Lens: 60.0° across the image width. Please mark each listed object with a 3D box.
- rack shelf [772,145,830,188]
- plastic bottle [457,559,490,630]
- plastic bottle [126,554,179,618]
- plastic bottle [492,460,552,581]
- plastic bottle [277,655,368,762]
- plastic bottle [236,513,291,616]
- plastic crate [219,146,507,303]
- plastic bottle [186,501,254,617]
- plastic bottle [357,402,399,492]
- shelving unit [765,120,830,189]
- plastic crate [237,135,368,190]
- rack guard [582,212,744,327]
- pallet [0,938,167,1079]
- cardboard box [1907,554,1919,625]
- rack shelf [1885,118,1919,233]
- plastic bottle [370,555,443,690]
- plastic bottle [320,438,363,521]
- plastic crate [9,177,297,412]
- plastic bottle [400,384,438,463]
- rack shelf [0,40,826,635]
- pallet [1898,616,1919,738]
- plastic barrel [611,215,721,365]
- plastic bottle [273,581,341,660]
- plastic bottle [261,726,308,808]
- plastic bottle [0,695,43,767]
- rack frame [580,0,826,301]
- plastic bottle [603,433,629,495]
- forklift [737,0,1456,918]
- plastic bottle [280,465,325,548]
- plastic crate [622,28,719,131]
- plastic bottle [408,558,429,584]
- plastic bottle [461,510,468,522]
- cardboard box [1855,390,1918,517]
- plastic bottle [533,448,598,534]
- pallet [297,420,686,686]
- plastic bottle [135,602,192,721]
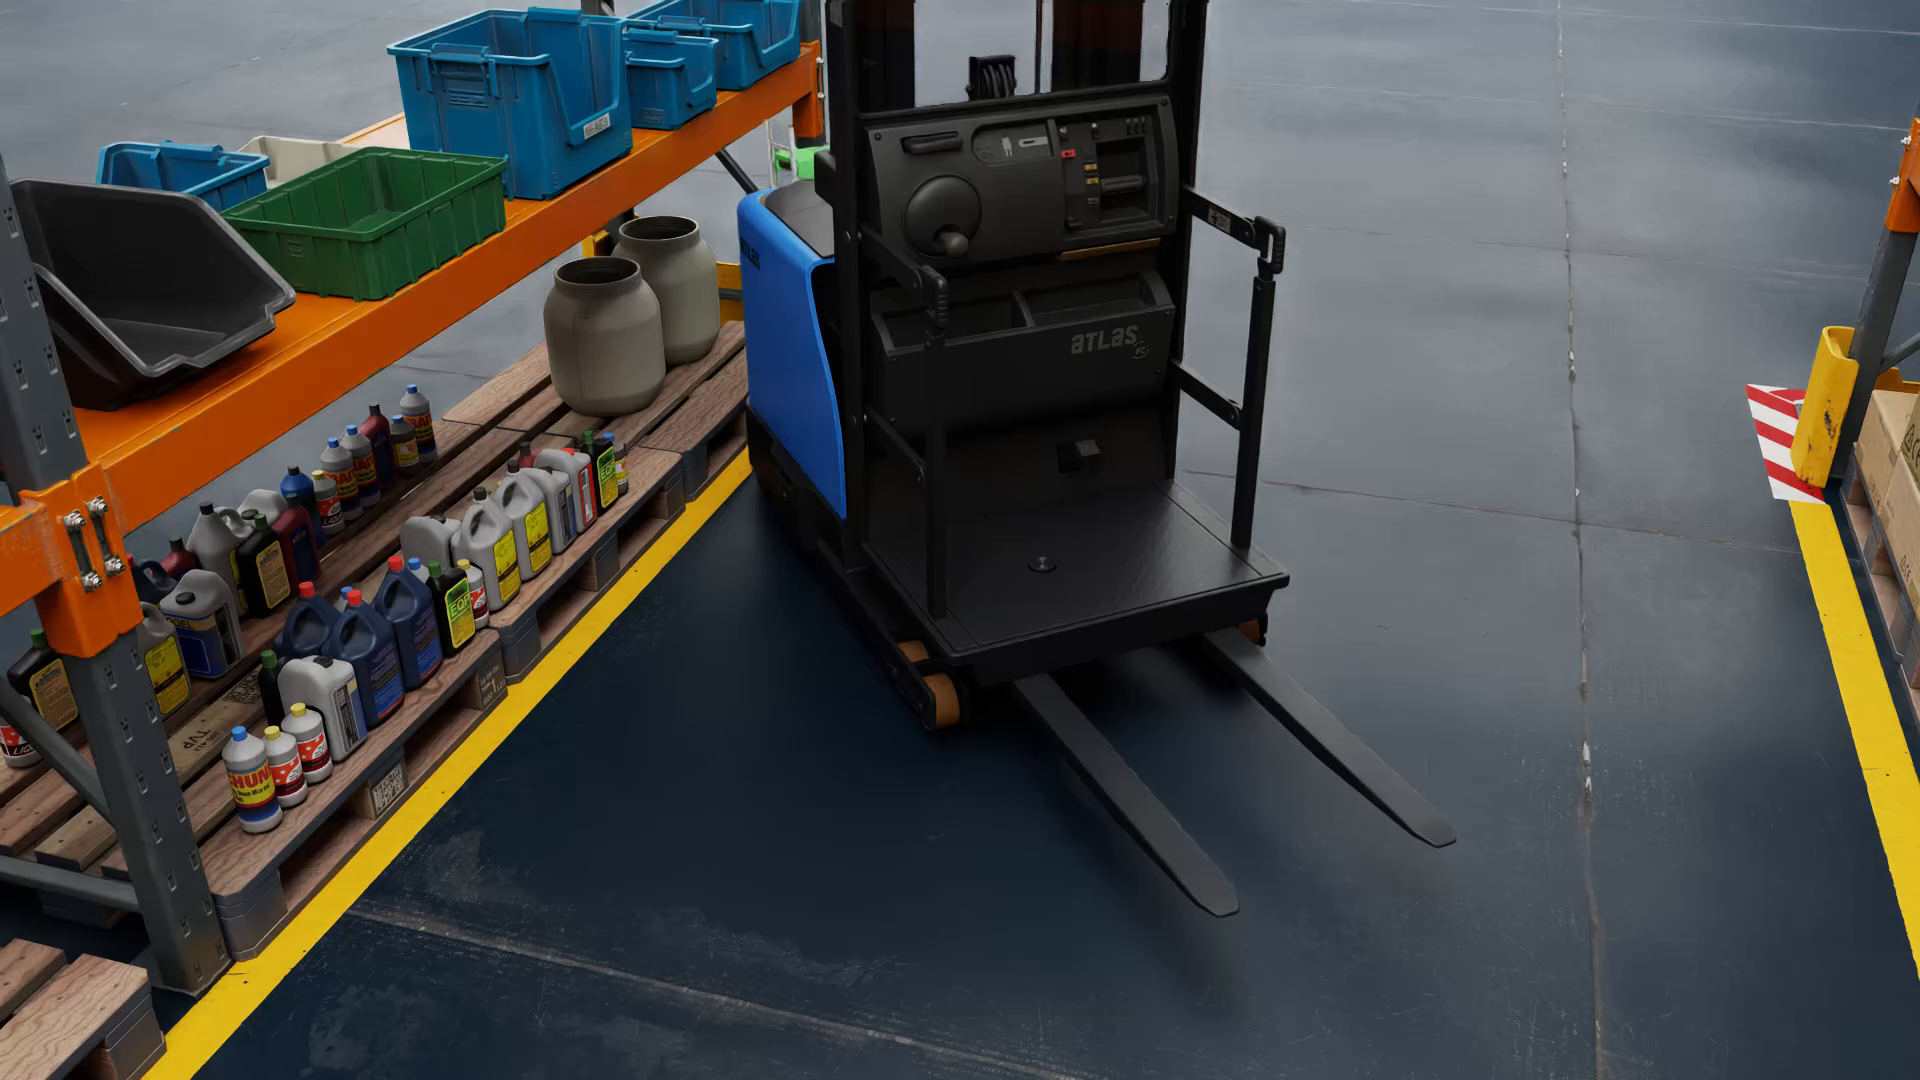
[{"bbox_3d":[-0.421,-1.370,6.102,0.480,0.148,0.258,-14,25,-24],"label":"rack shelf"},{"bbox_3d":[-1.425,0.151,4.818,0.097,0.201,0.097,0,29,0],"label":"plastic bottle"},{"bbox_3d":[-2.250,0.188,4.598,0.144,0.351,0.185,7,30,12],"label":"plastic bottle"},{"bbox_3d":[-1.351,-0.070,5.062,0.144,0.351,0.185,10,31,17],"label":"plastic bottle"},{"bbox_3d":[-1.638,0.411,4.275,0.152,0.276,0.135,10,30,17],"label":"plastic bottle"},{"bbox_3d":[-2.050,0.070,4.880,0.061,0.283,0.133,8,30,15],"label":"plastic bottle"},{"bbox_3d":[-1.551,-0.845,4.402,0.450,0.188,0.662,8,30,15],"label":"plastic crate"},{"bbox_3d":[-2.155,0.038,4.868,0.144,0.351,0.185,8,30,15],"label":"plastic bottle"},{"bbox_3d":[-1.960,-0.311,5.565,0.061,0.283,0.133,9,30,16],"label":"plastic bottle"},{"bbox_3d":[-0.399,-0.988,6.266,0.503,1.200,0.258,-14,25,-24],"label":"shelving unit"},{"bbox_3d":[-1.985,-1.023,4.774,0.530,0.136,0.437,8,30,15],"label":"plastic crate"},{"bbox_3d":[-1.023,-1.072,7.163,1.175,0.500,0.348,8,30,15],"label":"rack guard"},{"bbox_3d":[-2.413,1.242,3.301,1.003,0.211,1.213,8,30,15],"label":"pallet"},{"bbox_3d":[3.028,0.203,4.696,0.500,0.250,0.500,8,30,15],"label":"cardboard box"},{"bbox_3d":[3.101,-0.254,3.861,1.077,0.370,4.000,8,30,15],"label":"rack shelf"},{"bbox_3d":[-1.531,0.214,4.551,0.144,0.351,0.185,7,30,13],"label":"plastic bottle"},{"bbox_3d":[-2.006,-0.202,5.382,0.097,0.271,0.097,0,29,0],"label":"plastic bottle"},{"bbox_3d":[-1.944,-0.545,3.709,0.767,0.338,0.504,8,30,15],"label":"plastic crate"},{"bbox_3d":[-1.876,-0.408,5.752,0.097,0.271,0.097,0,29,0],"label":"plastic bottle"},{"bbox_3d":[-1.633,-0.962,5.135,1.077,0.370,4.000,8,30,15],"label":"rack shelf"},{"bbox_3d":[3.144,0.647,4.369,1.003,0.211,1.213,8,30,15],"label":"pallet"},{"bbox_3d":[-1.166,-0.986,6.564,0.421,0.512,0.421,0,29,0],"label":"plastic barrel"},{"bbox_3d":[-1.724,0.281,4.431,0.144,0.351,0.185,8,30,15],"label":"plastic bottle"},{"bbox_3d":[-1.677,0.550,4.101,0.097,0.201,0.097,0,29,0],"label":"plastic bottle"},{"bbox_3d":[-2.411,0.470,4.245,0.097,0.201,0.097,0,29,0],"label":"plastic bottle"},{"bbox_3d":[-1.046,-2.206,6.630,1.000,3.000,0.127,8,30,15],"label":"rack frame"},{"bbox_3d":[-1.166,-0.260,5.557,0.097,0.201,0.097,0,29,0],"label":"plastic bottle"},{"bbox_3d":[0.280,-0.972,4.483,1.130,2.935,3.031,-12,31,-21],"label":"forklift"},{"bbox_3d":[-2.065,-0.108,5.213,0.097,0.271,0.097,0,29,0],"label":"plastic bottle"},{"bbox_3d":[-1.103,-1.565,5.631,0.499,0.251,0.408,8,30,15],"label":"plastic crate"},{"bbox_3d":[-1.523,0.175,4.703,0.097,0.271,0.097,0,29,0],"label":"plastic bottle"},{"bbox_3d":[-1.480,-0.001,5.093,0.097,0.201,0.097,0,29,0],"label":"plastic bottle"},{"bbox_3d":[3.318,-0.262,5.532,0.500,0.250,0.500,8,30,15],"label":"cardboard box"},{"bbox_3d":[-1.266,-0.179,5.335,0.152,0.276,0.135,9,30,15],"label":"plastic bottle"},{"bbox_3d":[-1.627,-0.004,5.540,1.003,0.211,1.213,8,30,15],"label":"pallet"},{"bbox_3d":[-2.168,0.298,4.401,0.144,0.351,0.185,8,30,15],"label":"plastic bottle"}]
